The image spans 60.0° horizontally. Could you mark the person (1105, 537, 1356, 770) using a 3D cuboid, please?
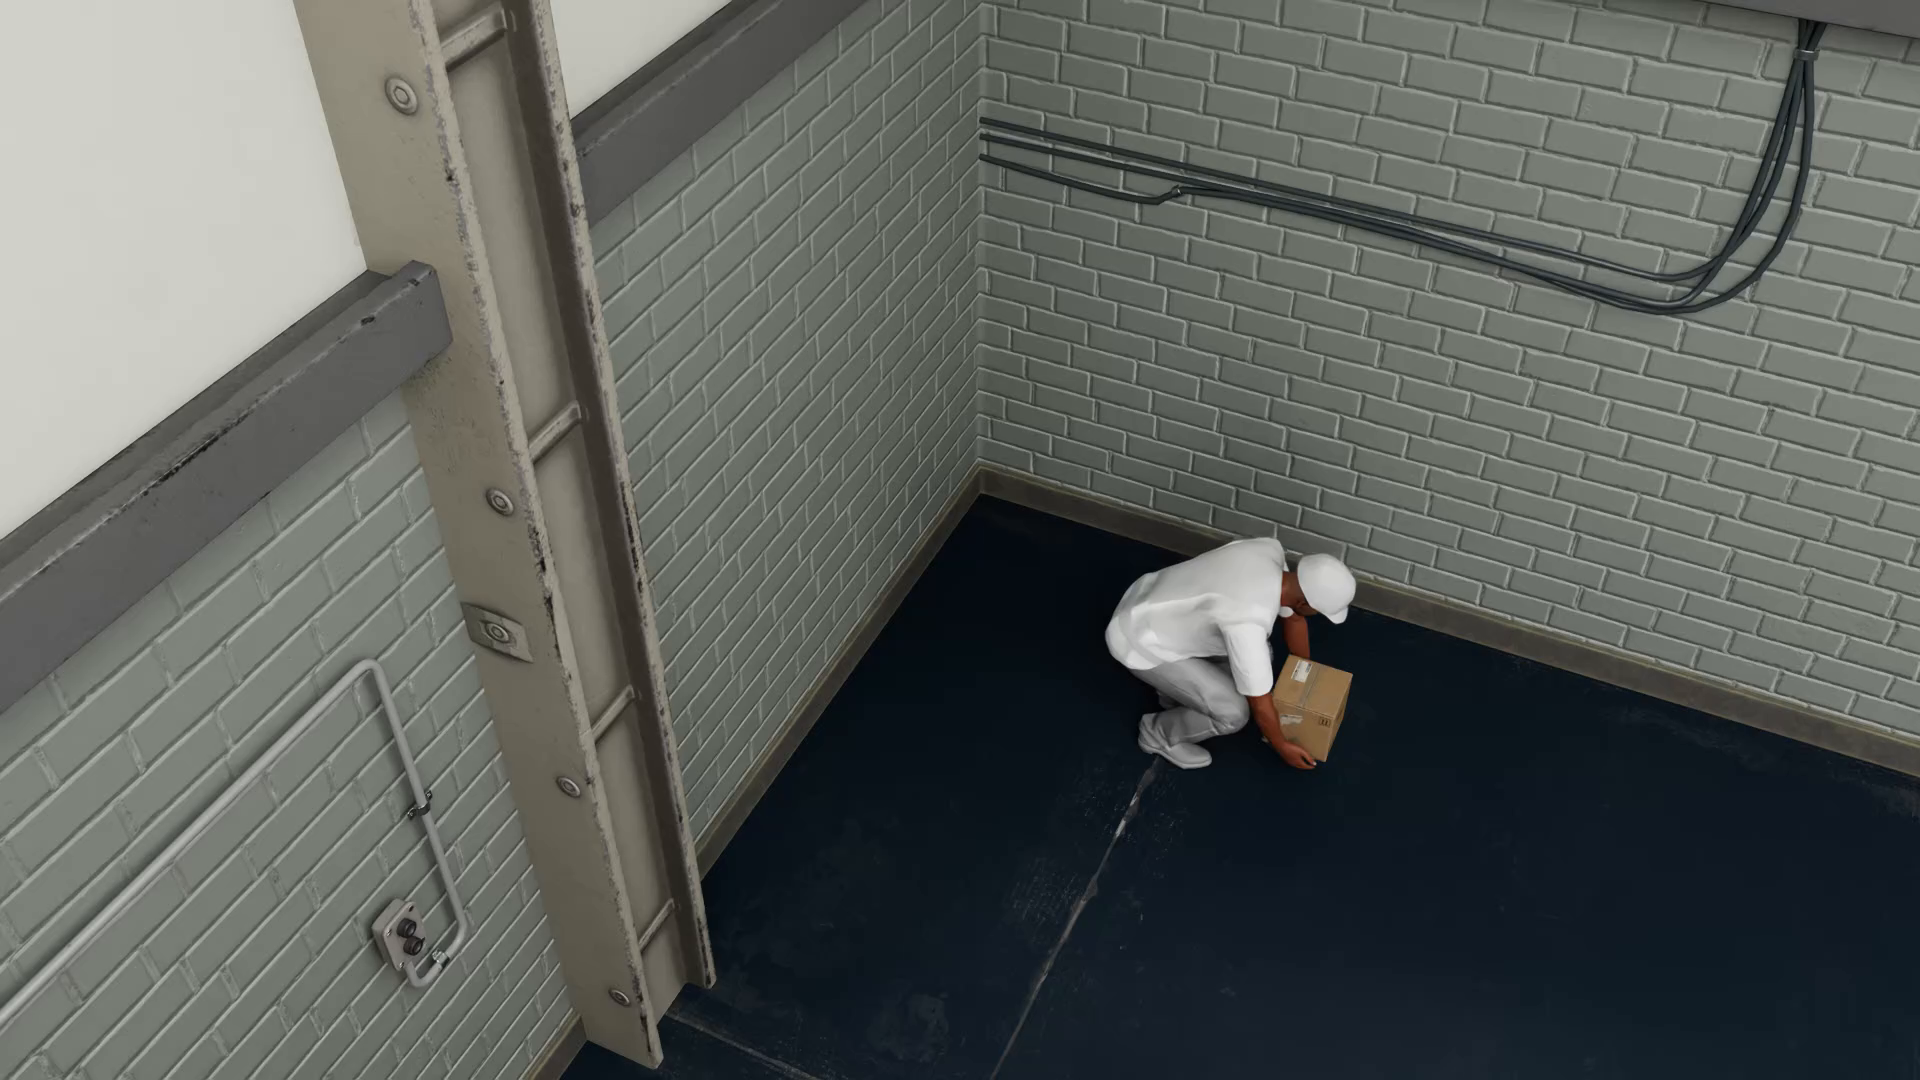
[{"bbox_3d":[1.019,0.383,6.316,0.886,1.028,0.583,17,45,18],"label":"person"}]
